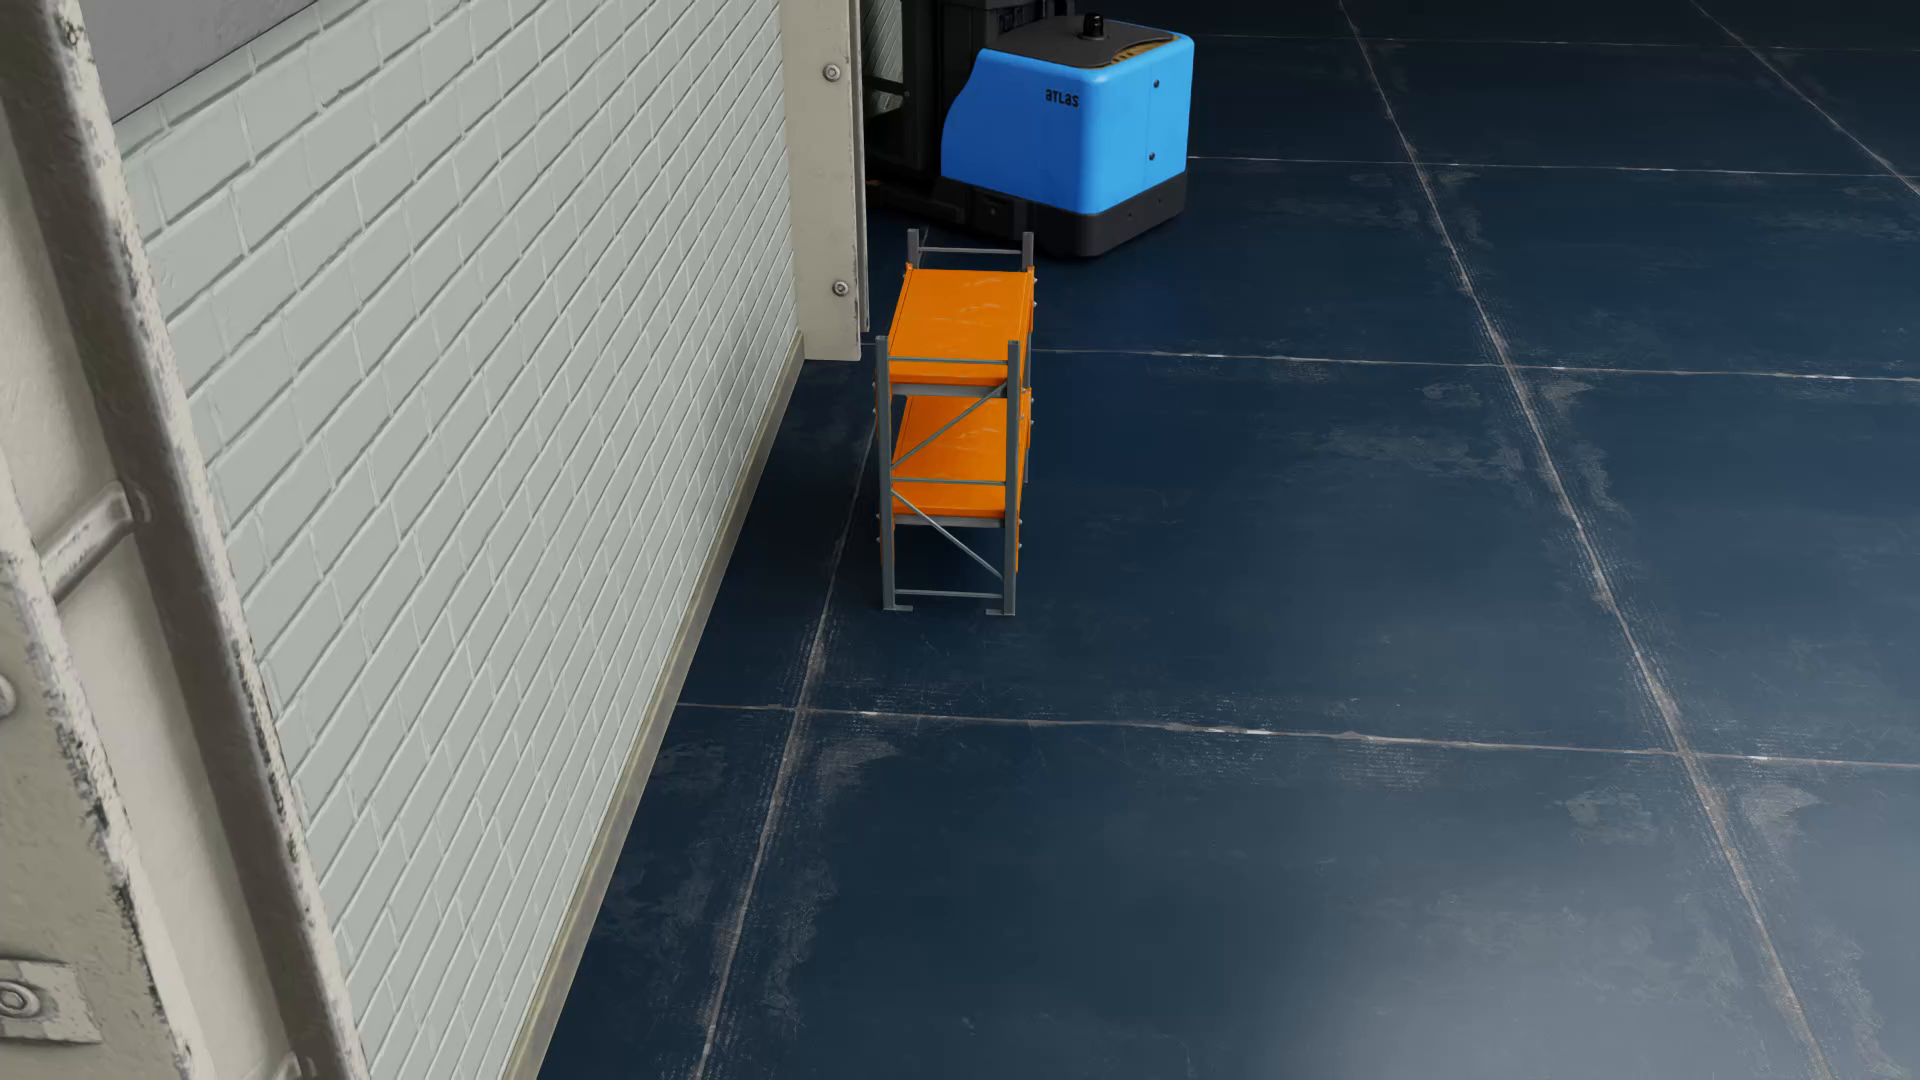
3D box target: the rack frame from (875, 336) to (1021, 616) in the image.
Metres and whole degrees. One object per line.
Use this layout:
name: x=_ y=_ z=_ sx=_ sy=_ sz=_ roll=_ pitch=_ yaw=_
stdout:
rack frame: x=-0.042 y=-0.210 z=6.018 sx=0.500 sy=1.125 sz=0.032 roll=2 pitch=32 yaw=4

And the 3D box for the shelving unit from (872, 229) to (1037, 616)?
shelving unit: x=-0.001 y=-0.475 z=6.449 sx=0.538 sy=1.125 sz=1.048 roll=2 pitch=32 yaw=4

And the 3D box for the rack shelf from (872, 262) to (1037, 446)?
rack shelf: x=-0.001 y=-0.725 z=6.296 sx=0.538 sy=0.278 sz=1.000 roll=2 pitch=32 yaw=4

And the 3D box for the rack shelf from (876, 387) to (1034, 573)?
rack shelf: x=-0.001 y=-0.267 z=6.577 sx=0.538 sy=0.278 sz=1.000 roll=2 pitch=32 yaw=4

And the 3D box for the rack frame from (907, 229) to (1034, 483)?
rack frame: x=0.041 y=-0.741 z=6.880 sx=0.500 sy=1.125 sz=0.032 roll=2 pitch=32 yaw=4

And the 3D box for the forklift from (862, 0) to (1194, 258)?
forklift: x=-0.144 y=-3.430 z=9.522 sx=3.031 sy=2.935 sz=1.130 roll=23 pitch=38 yaw=32

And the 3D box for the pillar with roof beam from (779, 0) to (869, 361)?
pillar with roof beam: x=3.658 y=-4.638 z=5.699 sx=9.100 sy=9.000 sz=0.400 roll=2 pitch=32 yaw=4
